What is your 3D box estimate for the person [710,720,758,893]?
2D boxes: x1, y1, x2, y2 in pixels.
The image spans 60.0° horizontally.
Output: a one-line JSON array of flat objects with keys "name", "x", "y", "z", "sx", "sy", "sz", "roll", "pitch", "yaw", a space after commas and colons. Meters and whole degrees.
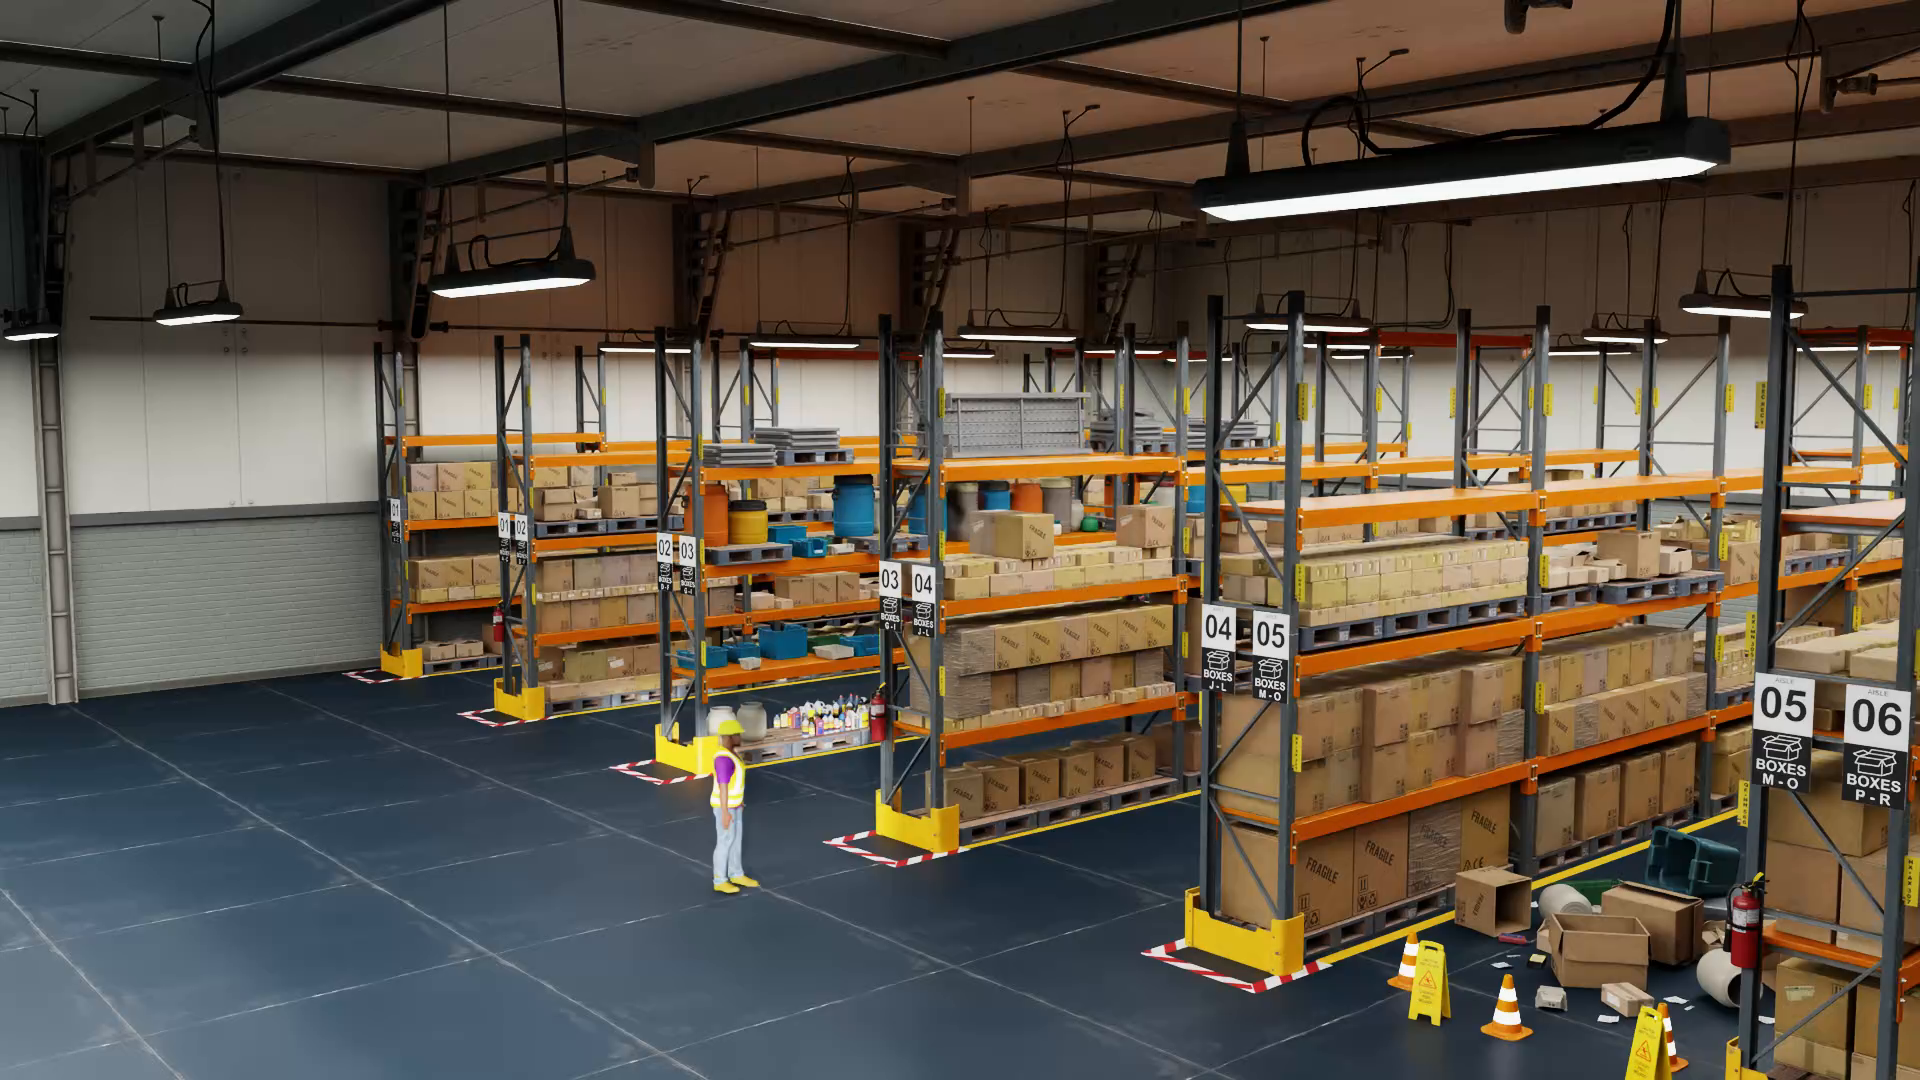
[{"name": "person", "x": -2.332, "y": 2.729, "z": 17.088, "sx": 0.455, "sy": 1.779, "sz": 0.598, "roll": 0, "pitch": 5, "yaw": 2}]

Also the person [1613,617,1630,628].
[{"name": "person", "x": 10.554, "y": 1.910, "z": 26.474, "sx": 1.028, "sy": 1.620, "sz": 0.589, "roll": -4, "pitch": 7, "yaw": -41}]

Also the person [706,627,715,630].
[{"name": "person", "x": -4.695, "y": 1.570, "z": 30.755, "sx": 0.513, "sy": 1.587, "sz": 0.436, "roll": 2, "pitch": 6, "yaw": 20}]
